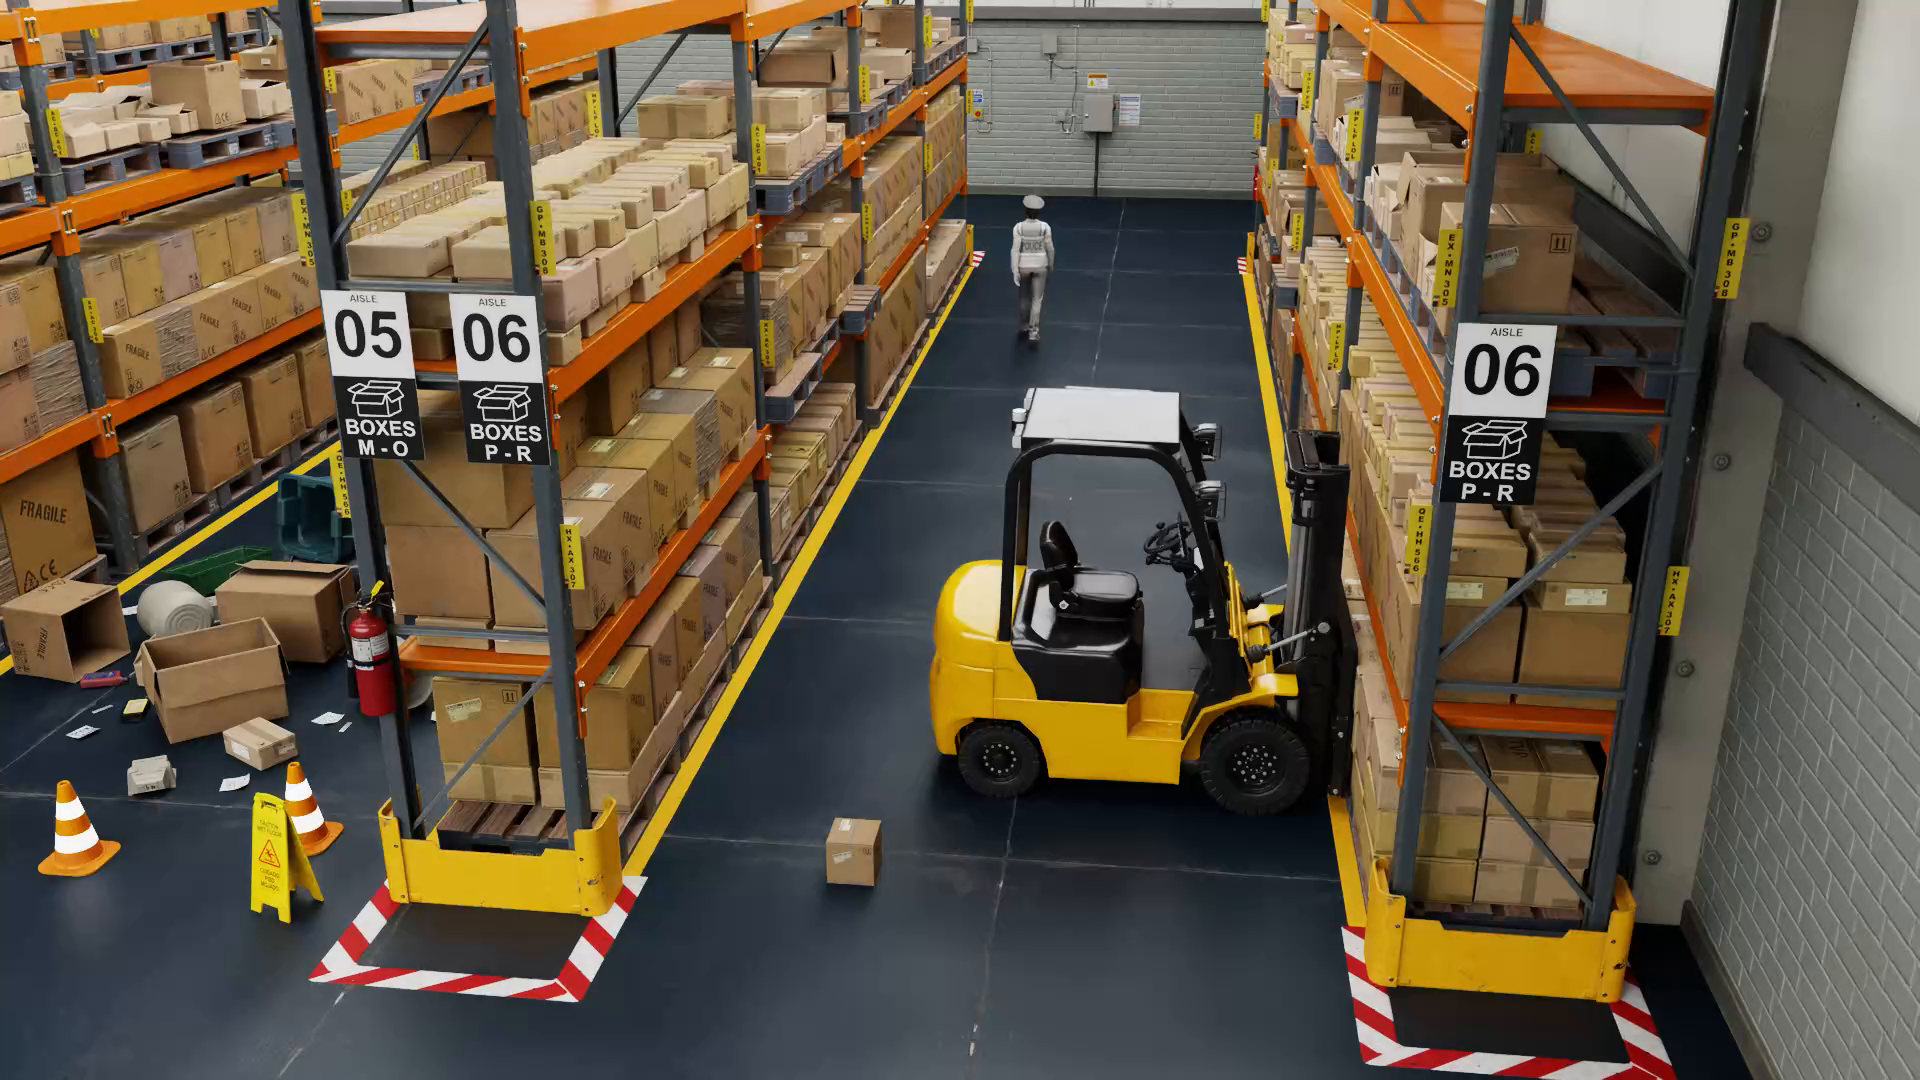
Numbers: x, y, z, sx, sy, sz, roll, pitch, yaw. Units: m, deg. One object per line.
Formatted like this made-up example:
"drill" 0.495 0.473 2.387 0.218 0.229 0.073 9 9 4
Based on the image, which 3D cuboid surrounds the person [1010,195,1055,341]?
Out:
"person" 0.836 -3.137 19.070 0.491 1.637 0.986 3 21 7
